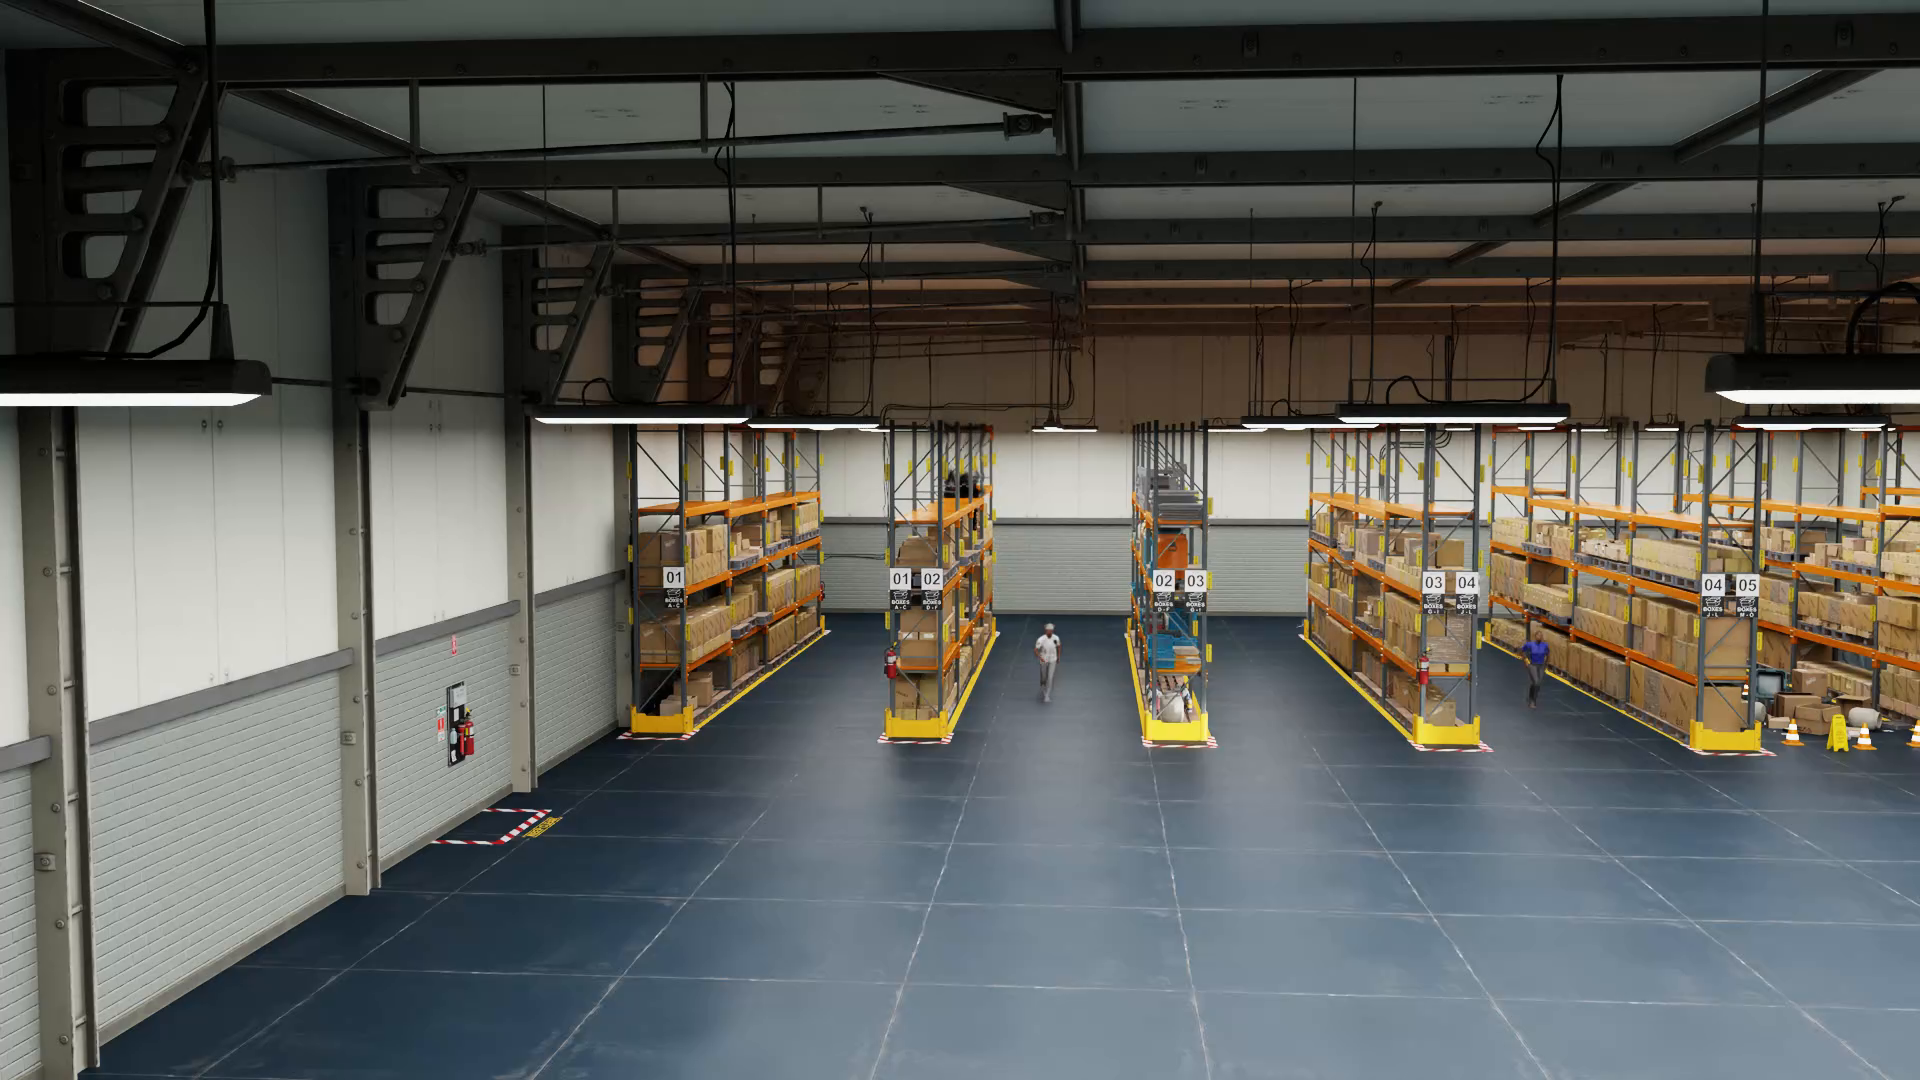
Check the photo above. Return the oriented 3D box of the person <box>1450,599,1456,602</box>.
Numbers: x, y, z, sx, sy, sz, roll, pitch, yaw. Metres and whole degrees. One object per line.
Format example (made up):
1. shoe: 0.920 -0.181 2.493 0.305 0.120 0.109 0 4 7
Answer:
1. person: 13.565 1.950 46.530 0.725 1.686 0.632 2 4 34

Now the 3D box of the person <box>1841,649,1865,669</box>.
1. person: 21.319 2.325 39.648 0.677 1.823 0.738 0 4 -2

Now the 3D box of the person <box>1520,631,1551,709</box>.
1. person: 12.052 2.708 34.750 0.564 1.641 0.707 0 4 -5

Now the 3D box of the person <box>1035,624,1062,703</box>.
1. person: 1.908 2.628 35.953 0.600 1.683 0.804 0 4 -6
